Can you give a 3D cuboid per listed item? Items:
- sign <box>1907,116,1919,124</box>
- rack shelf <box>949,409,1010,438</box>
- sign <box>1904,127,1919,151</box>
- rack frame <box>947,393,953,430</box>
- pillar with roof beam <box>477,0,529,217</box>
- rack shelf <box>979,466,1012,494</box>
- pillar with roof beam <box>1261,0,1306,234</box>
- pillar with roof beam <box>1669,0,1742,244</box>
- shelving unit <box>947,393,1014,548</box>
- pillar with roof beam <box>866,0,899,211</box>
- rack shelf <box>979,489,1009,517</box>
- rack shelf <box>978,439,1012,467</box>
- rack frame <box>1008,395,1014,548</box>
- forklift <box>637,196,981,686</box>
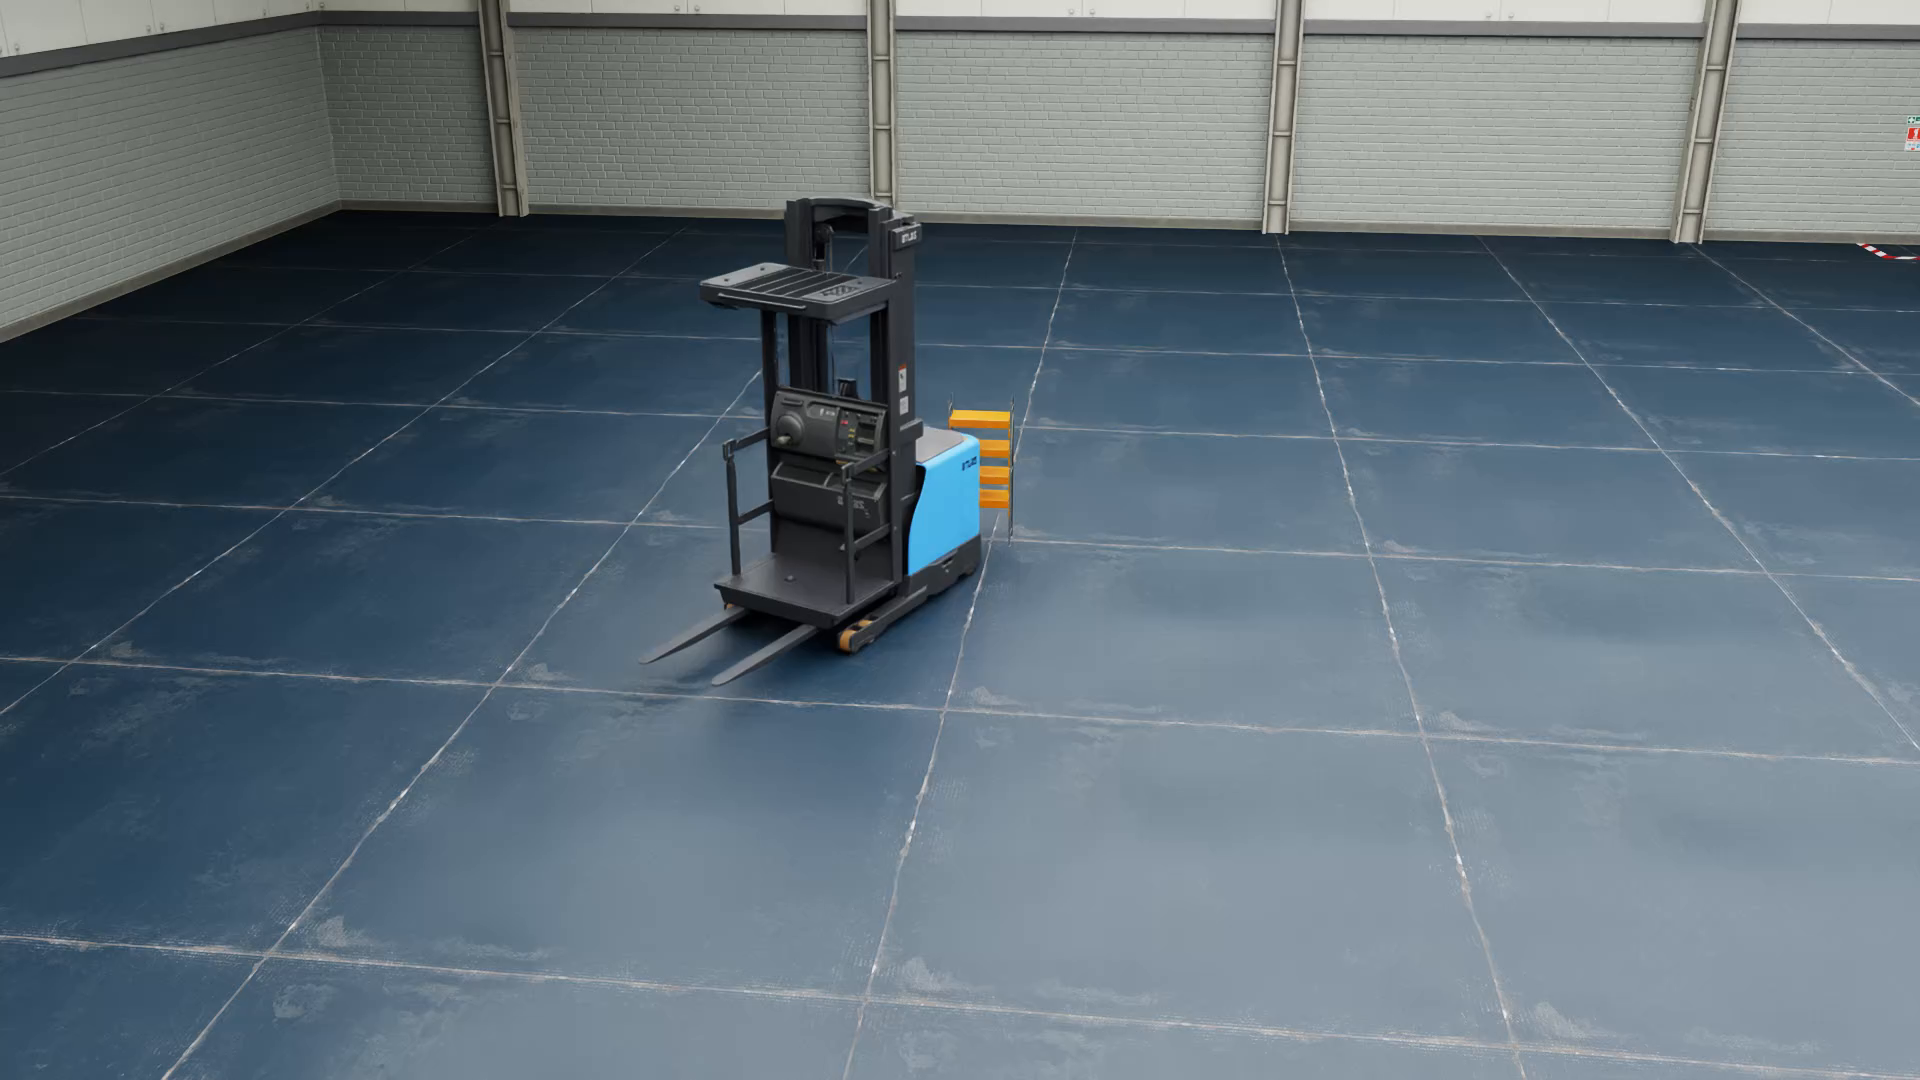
[{"bbox_3d":[13.721,-6.004,23.777,0.331,0.109,0.001,2,22,6],"label":"sign"},{"bbox_3d":[0.164,-0.916,13.057,0.480,0.148,0.258,2,22,6],"label":"rack shelf"},{"bbox_3d":[13.717,-5.761,23.883,0.234,0.329,0.001,2,22,6],"label":"sign"},{"bbox_3d":[-0.078,-0.561,13.228,0.015,1.200,0.240,2,22,6],"label":"rack frame"},{"bbox_3d":[-7.636,-7.819,20.976,0.400,9.000,9.100,2,22,6],"label":"pillar with roof beam"},{"bbox_3d":[0.164,-0.488,13.226,0.480,0.148,0.258,2,22,6],"label":"rack shelf"},{"bbox_3d":[4.281,-7.299,19.663,0.400,9.000,9.100,2,22,6],"label":"pillar with roof beam"},{"bbox_3d":[10.239,-7.040,19.007,0.400,9.000,9.100,2,22,6],"label":"pillar with roof beam"},{"bbox_3d":[0.164,-0.551,13.201,0.503,1.200,0.258,2,22,6],"label":"shelving unit"},{"bbox_3d":[-1.678,-7.559,20.320,0.400,9.000,9.100,2,22,6],"label":"pillar with roof beam"},{"bbox_3d":[0.164,-0.304,13.299,0.480,0.148,0.258,2,22,6],"label":"rack shelf"},{"bbox_3d":[0.164,-0.696,13.144,0.480,0.148,0.258,2,22,6],"label":"rack shelf"},{"bbox_3d":[0.407,-0.540,13.174,0.015,1.200,0.240,2,22,6],"label":"rack frame"},{"bbox_3d":[-1.033,-0.774,11.412,1.130,2.935,3.031,13,25,29],"label":"forklift"}]
